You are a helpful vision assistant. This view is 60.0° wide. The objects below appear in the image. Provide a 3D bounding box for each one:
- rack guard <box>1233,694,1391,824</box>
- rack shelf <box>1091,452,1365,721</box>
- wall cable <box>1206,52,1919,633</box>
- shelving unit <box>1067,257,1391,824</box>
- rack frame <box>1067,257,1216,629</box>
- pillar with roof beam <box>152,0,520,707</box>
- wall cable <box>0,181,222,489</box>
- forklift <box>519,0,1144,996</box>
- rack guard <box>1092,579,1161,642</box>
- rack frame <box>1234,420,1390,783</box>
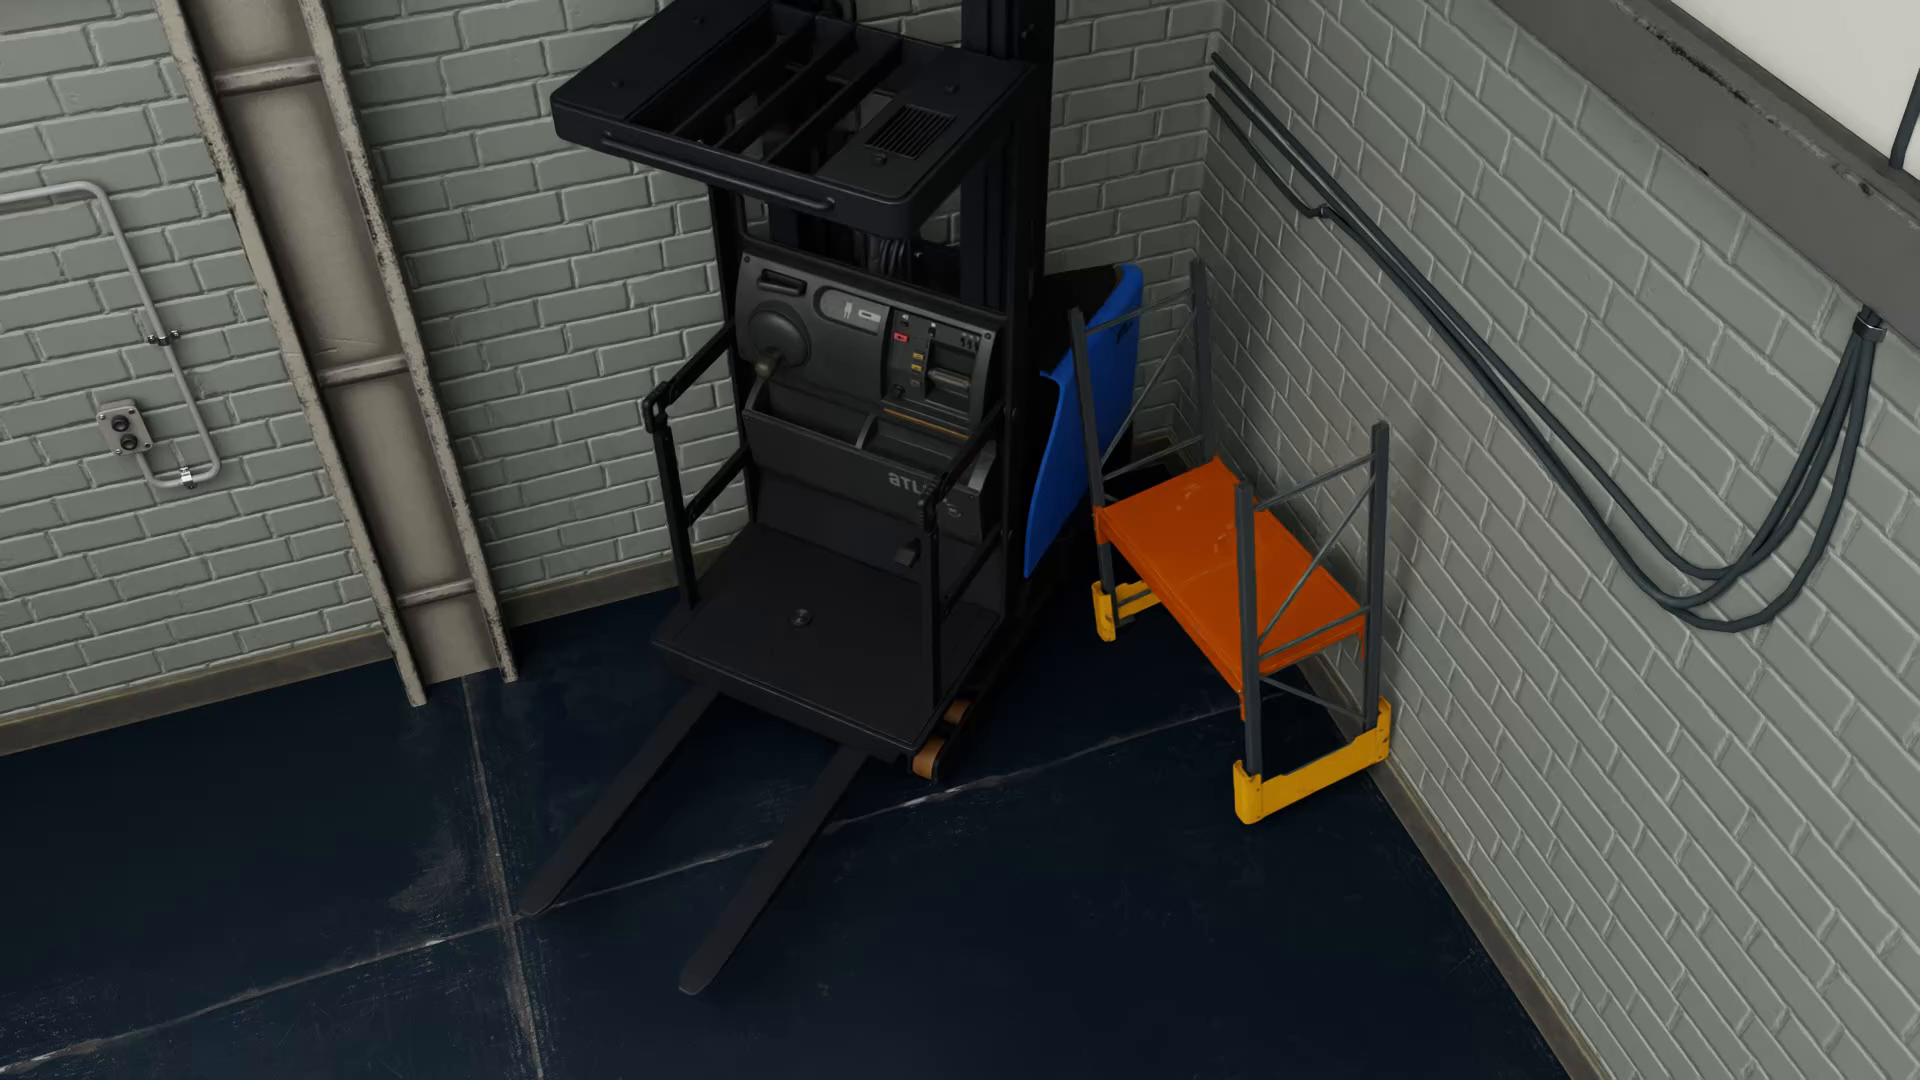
[{"bbox_3d":[1.200,0.746,5.657,0.587,0.250,0.087,-23,44,-12],"label":"rack guard"},{"bbox_3d":[0.924,0.133,5.708,0.538,0.185,1.000,-23,44,-12],"label":"rack shelf"},{"bbox_3d":[1.307,-1.510,4.094,0.112,2.526,3.097,-14,47,-14],"label":"wall cable"},{"bbox_3d":[0.902,0.009,5.579,0.587,1.500,1.083,-23,44,-12],"label":"shelving unit"},{"bbox_3d":[0.686,-0.291,5.941,0.500,1.500,0.032,-23,44,-12],"label":"rack frame"},{"bbox_3d":[-0.427,0.158,0.239,0.400,9.000,9.100,-14,47,-14],"label":"pillar with roof beam"},{"bbox_3d":[-3.251,-0.663,4.576,1.851,1.984,0.084,-14,47,-14],"label":"wall cable"},{"bbox_3d":[-0.412,-0.552,5.231,1.130,2.935,3.031,20,48,19],"label":"forklift"},{"bbox_3d":[0.785,0.168,6.354,0.587,0.250,0.087,-23,44,-12],"label":"rack guard"},{"bbox_3d":[1.110,0.299,5.230,0.500,1.500,0.032,-23,44,-12],"label":"rack frame"}]
